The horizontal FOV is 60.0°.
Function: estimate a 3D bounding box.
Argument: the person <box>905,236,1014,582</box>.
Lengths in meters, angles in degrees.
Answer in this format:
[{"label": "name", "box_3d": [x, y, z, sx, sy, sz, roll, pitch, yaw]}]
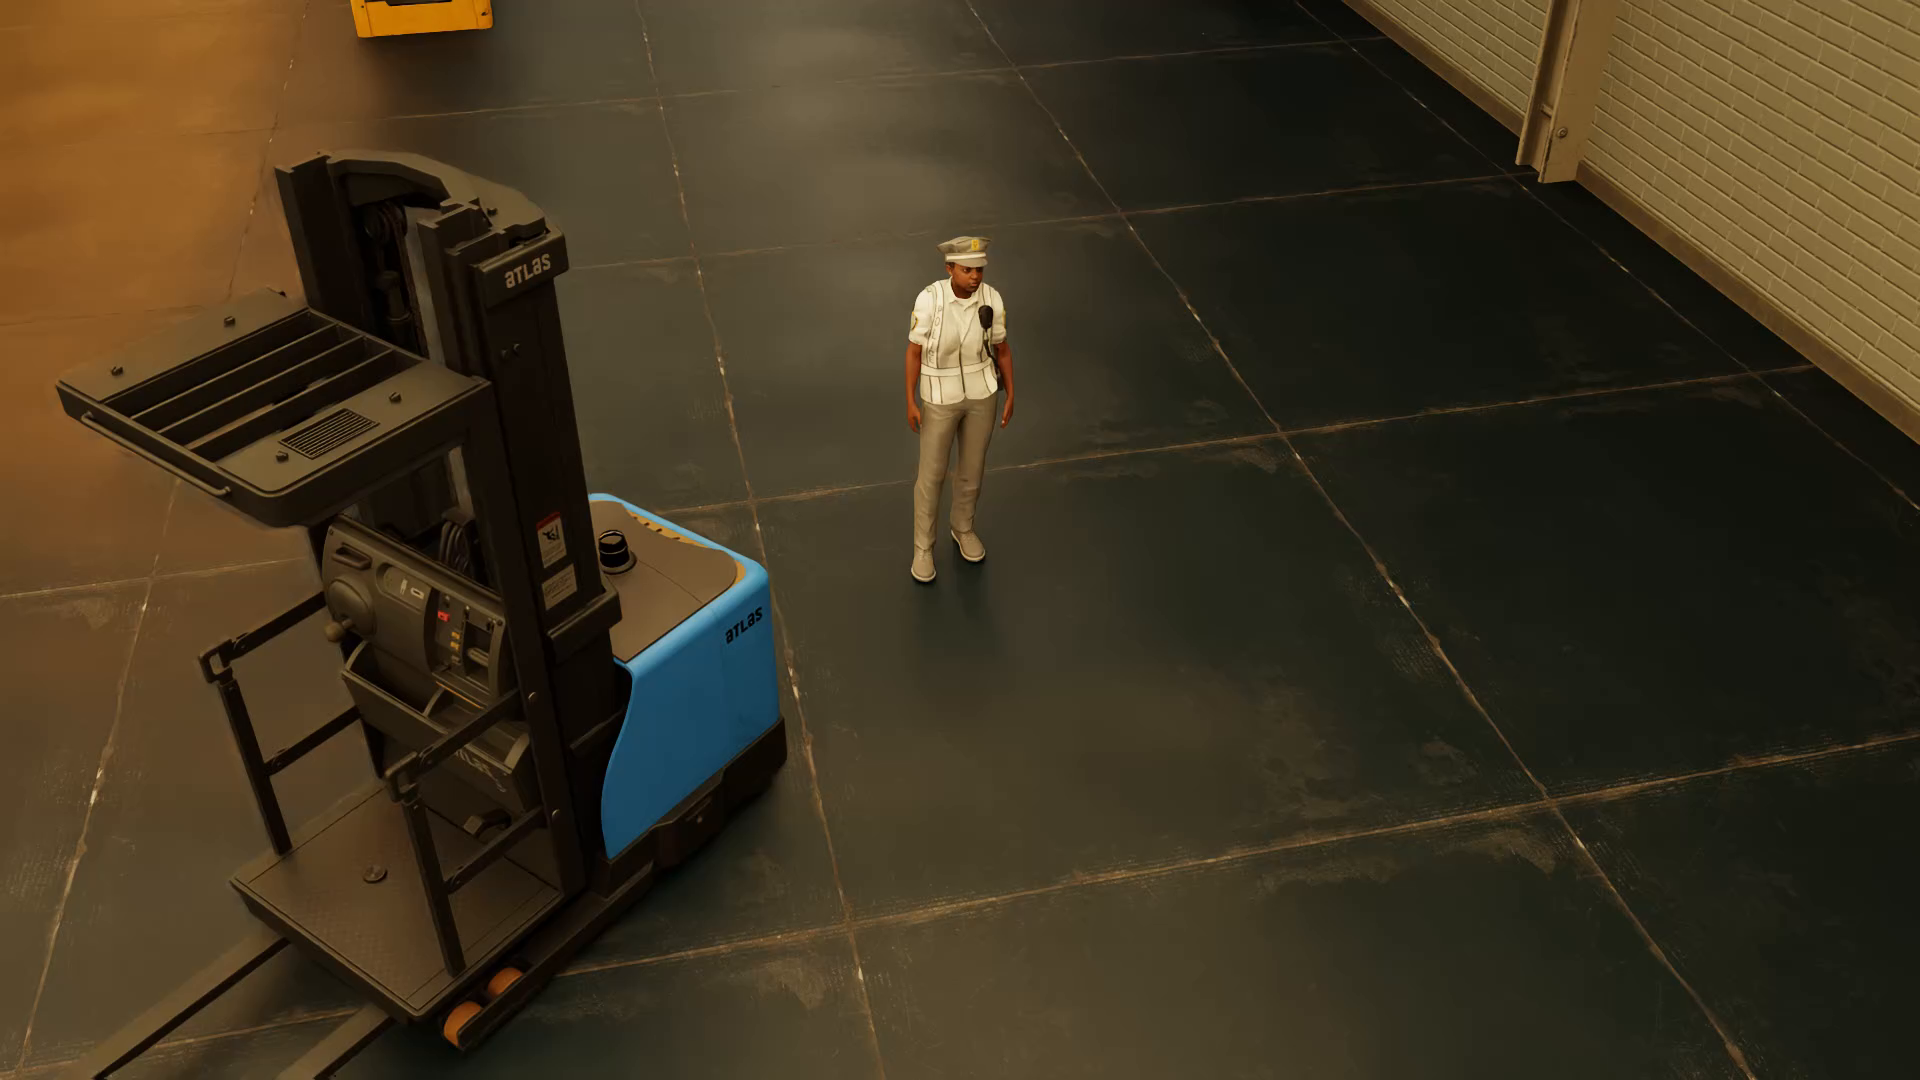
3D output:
[{"label": "person", "box_3d": [-0.003, -0.644, 8.000, 0.569, 1.685, 0.528, -8, 36, -11]}]

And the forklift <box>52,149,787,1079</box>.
[{"label": "forklift", "box_3d": [-2.013, 0.322, 5.603, 1.130, 2.935, 3.031, 23, 42, 28]}]
